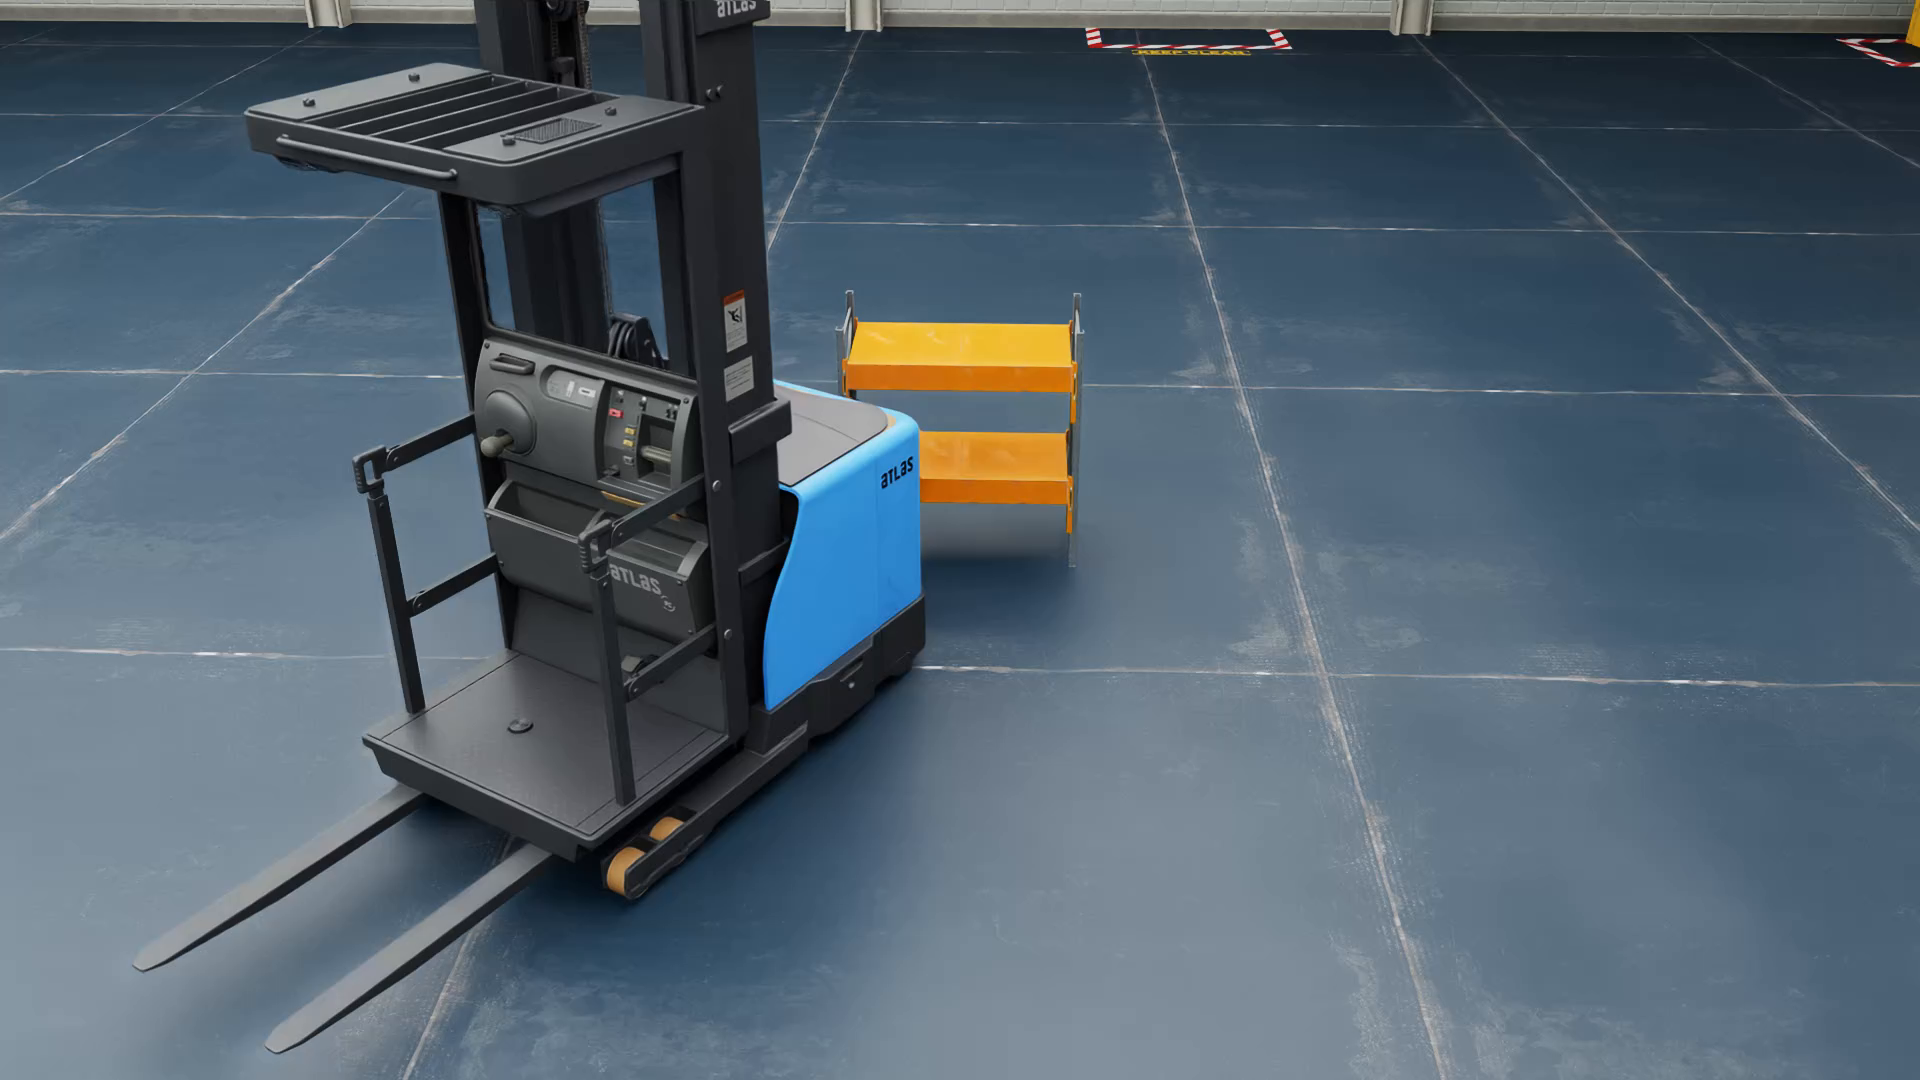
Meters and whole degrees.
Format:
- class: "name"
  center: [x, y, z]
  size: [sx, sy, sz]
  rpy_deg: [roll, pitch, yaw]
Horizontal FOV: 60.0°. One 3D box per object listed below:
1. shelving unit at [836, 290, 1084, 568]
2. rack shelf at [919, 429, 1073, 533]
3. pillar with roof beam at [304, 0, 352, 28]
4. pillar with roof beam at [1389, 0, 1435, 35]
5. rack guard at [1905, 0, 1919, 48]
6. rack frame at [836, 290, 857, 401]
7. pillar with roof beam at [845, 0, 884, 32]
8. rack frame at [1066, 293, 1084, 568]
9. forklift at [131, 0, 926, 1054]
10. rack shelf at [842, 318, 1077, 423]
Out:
- class: "shelving unit"
  center: [0.007, -0.497, 7.486]
  size: [1.048, 1.125, 0.538]
  rpy_deg: [1, 28, 2]
- class: "rack shelf"
  center: [0.007, -0.281, 7.601]
  size: [1.000, 0.278, 0.538]
  rpy_deg: [1, 28, 2]
- class: "pillar with roof beam"
  center: [-7.205, -7.737, 12.737]
  size: [0.400, 9.000, 9.100]
  rpy_deg: [1, 28, 2]
- class: "pillar with roof beam"
  center: [4.788, -7.539, 12.363]
  size: [0.400, 9.000, 9.100]
  rpy_deg: [1, 28, 2]
- class: "rack guard"
  center: [10.282, -5.305, 17.223]
  size: [0.348, 0.500, 1.175]
  rpy_deg: [1, 28, 2]
- class: "rack frame"
  center: [-0.501, -0.505, 7.502]
  size: [0.032, 1.125, 0.500]
  rpy_deg: [1, 28, 2]
- class: "pillar with roof beam"
  center: [-1.209, -7.638, 12.550]
  size: [0.400, 9.000, 9.100]
  rpy_deg: [1, 28, 2]
- class: "rack frame"
  center: [0.515, -0.488, 7.470]
  size: [0.032, 1.125, 0.500]
  rpy_deg: [1, 28, 2]
- class: "forklift"
  center: [-1.356, -0.360, 5.299]
  size: [1.130, 2.935, 3.031]
  rpy_deg: [17, 32, 28]
- class: "rack shelf"
  center: [0.007, -0.755, 7.349]
  size: [1.000, 0.278, 0.538]
  rpy_deg: [1, 28, 2]
